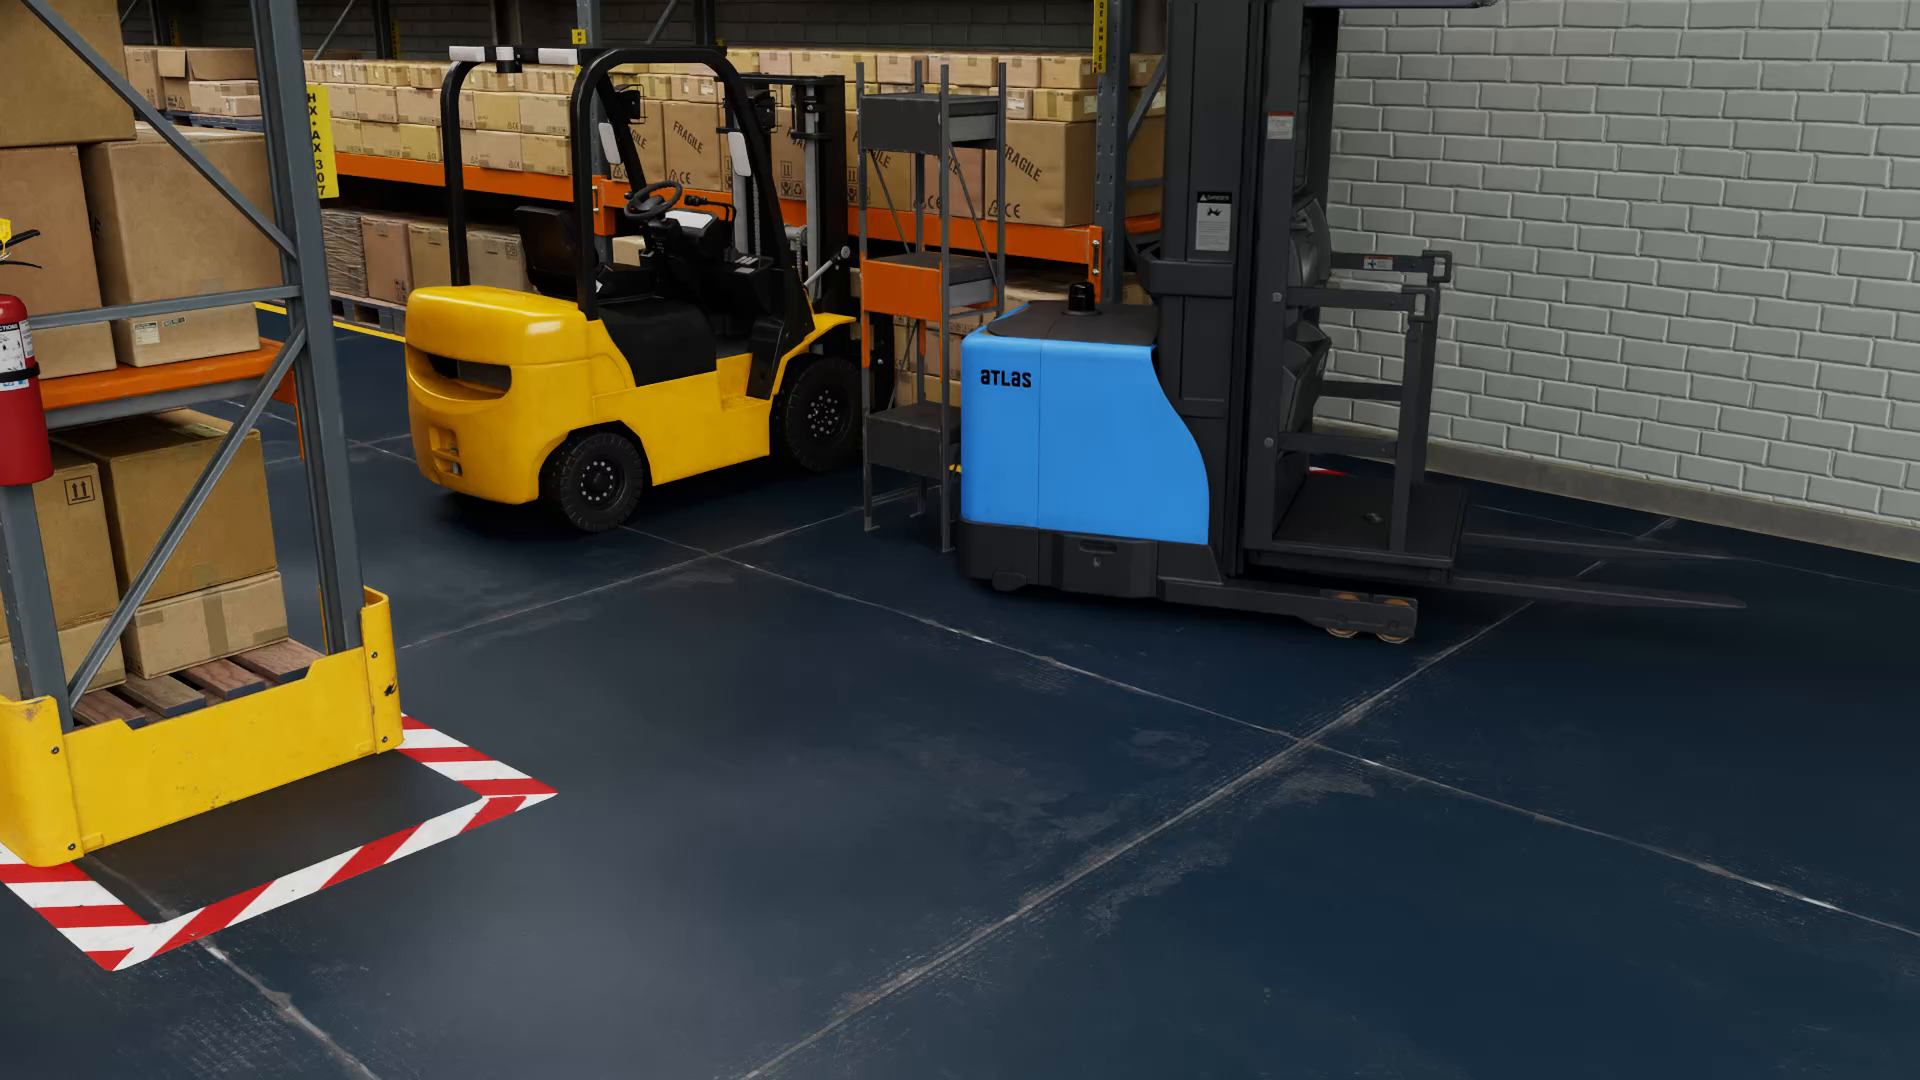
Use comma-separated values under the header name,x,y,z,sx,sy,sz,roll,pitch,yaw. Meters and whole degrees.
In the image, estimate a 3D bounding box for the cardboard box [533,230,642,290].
name,x,y,z,sx,sy,sz,roll,pitch,yaw
cardboard box,-2.373,-1.746,11.385,0.625,0.625,0.875,16,24,42

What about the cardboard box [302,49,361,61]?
name,x,y,z,sx,sy,sz,roll,pitch,yaw
cardboard box,-5.248,-3.765,13.657,0.500,0.500,0.500,16,24,42

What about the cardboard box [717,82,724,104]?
name,x,y,z,sx,sy,sz,roll,pitch,yaw
cardboard box,-1.172,-2.592,9.581,0.250,0.149,0.380,15,23,39

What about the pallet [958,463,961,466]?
name,x,y,z,sx,sy,sz,roll,pitch,yaw
pallet,0.417,-0.587,9.113,1.213,0.211,1.003,15,23,39

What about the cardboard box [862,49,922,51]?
name,x,y,z,sx,sy,sz,roll,pitch,yaw
cardboard box,-0.430,-2.756,9.607,0.250,0.149,0.380,16,24,41

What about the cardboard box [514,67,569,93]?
name,x,y,z,sx,sy,sz,roll,pitch,yaw
cardboard box,-2.731,-3.059,11.055,0.250,0.149,0.380,15,23,39

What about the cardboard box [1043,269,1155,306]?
name,x,y,z,sx,sy,sz,roll,pitch,yaw
cardboard box,0.783,-1.278,8.877,0.500,0.250,0.500,15,23,38

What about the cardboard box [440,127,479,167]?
name,x,y,z,sx,sy,sz,roll,pitch,yaw
cardboard box,-3.256,-2.752,11.573,0.500,0.250,0.500,15,23,40

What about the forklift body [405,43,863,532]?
name,x,y,z,sx,sy,sz,roll,pitch,yaw
forklift body,-1.612,-1.336,8.264,1.214,2.155,2.313,15,23,39

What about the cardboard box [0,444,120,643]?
name,x,y,z,sx,sy,sz,roll,pitch,yaw
cardboard box,-3.047,0.003,5.256,0.500,0.500,0.500,15,23,40

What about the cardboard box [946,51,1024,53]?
name,x,y,z,sx,sy,sz,roll,pitch,yaw
cardboard box,0.138,-2.597,9.106,0.250,0.149,0.380,16,24,41

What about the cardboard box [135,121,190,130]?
name,x,y,z,sx,sy,sz,roll,pitch,yaw
cardboard box,-2.835,-1.099,5.459,0.500,0.500,0.500,16,24,41

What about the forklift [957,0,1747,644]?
name,x,y,z,sx,sy,sz,roll,pitch,yaw
forklift,1.563,-1.182,6.490,3.031,2.935,1.130,6,19,18

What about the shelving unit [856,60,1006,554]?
name,x,y,z,sx,sy,sz,roll,pitch,yaw
shelving unit,-0.124,-1.034,7.399,0.503,2.100,0.431,15,23,39

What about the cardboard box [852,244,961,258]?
name,x,y,z,sx,sy,sz,roll,pitch,yaw
cardboard box,-0.339,-1.584,9.844,0.500,0.250,0.500,14,23,38

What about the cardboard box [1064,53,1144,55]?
name,x,y,z,sx,sy,sz,roll,pitch,yaw
cardboard box,0.750,-2.454,8.656,0.250,0.149,0.380,16,24,41

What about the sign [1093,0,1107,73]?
name,x,y,z,sx,sy,sz,roll,pitch,yaw
sign,0.646,-2.317,7.648,0.005,0.325,0.100,15,23,39

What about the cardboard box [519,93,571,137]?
name,x,y,z,sx,sy,sz,roll,pitch,yaw
cardboard box,-2.512,-2.783,10.843,0.500,0.250,0.500,14,23,38

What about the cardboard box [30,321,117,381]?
name,x,y,z,sx,sy,sz,roll,pitch,yaw
cardboard box,-2.697,-0.555,4.818,0.250,0.149,0.380,16,24,41

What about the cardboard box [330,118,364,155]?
name,x,y,z,sx,sy,sz,roll,pitch,yaw
cardboard box,-4.424,-3.060,12.544,0.500,0.250,0.500,14,23,38

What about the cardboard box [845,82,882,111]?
name,x,y,z,sx,sy,sz,roll,pitch,yaw
cardboard box,-0.404,-2.387,8.937,0.250,0.149,0.380,15,23,40

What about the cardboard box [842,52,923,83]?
name,x,y,z,sx,sy,sz,roll,pitch,yaw
cardboard box,-0.412,-2.529,8.891,0.250,0.149,0.380,16,23,40

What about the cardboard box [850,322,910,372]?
name,x,y,z,sx,sy,sz,roll,pitch,yaw
cardboard box,-0.323,-1.129,9.235,0.500,0.250,0.500,14,23,38

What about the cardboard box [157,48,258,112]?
name,x,y,z,sx,sy,sz,roll,pitch,yaw
cardboard box,-6.310,-3.914,14.120,0.637,0.503,0.797,14,23,38

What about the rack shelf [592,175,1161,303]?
name,x,y,z,sx,sy,sz,roll,pitch,yaw
rack shelf,-0.479,-1.831,9.611,4.000,0.370,1.077,15,23,39

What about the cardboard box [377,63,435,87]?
name,x,y,z,sx,sy,sz,roll,pitch,yaw
cardboard box,-3.951,-3.348,11.964,0.250,0.149,0.380,16,23,40

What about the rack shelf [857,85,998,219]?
name,x,y,z,sx,sy,sz,roll,pitch,yaw
rack shelf,-0.124,-1.688,7.191,0.480,0.518,0.431,15,23,39

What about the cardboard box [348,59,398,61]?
name,x,y,z,sx,sy,sz,roll,pitch,yaw
cardboard box,-4.589,-3.716,13.123,0.250,0.149,0.380,16,24,41

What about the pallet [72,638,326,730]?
name,x,y,z,sx,sy,sz,roll,pitch,yaw
pallet,-2.916,0.494,5.705,1.213,0.211,1.003,15,23,39

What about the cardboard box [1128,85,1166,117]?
name,x,y,z,sx,sy,sz,roll,pitch,yaw
cardboard box,0.935,-2.256,8.523,0.250,0.149,0.380,14,23,38

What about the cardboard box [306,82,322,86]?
name,x,y,z,sx,sy,sz,roll,pitch,yaw
cardboard box,-4.814,-3.395,12.772,0.500,0.250,0.500,15,23,39

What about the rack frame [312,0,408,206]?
name,x,y,z,sx,sy,sz,roll,pitch,yaw
rack frame,-4.967,-3.378,13.298,0.127,3.000,1.000,15,23,39

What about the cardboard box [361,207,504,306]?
name,x,y,z,sx,sy,sz,roll,pitch,yaw
cardboard box,-4.015,-2.189,12.782,0.625,0.625,0.875,16,24,41

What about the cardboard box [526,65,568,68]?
name,x,y,z,sx,sy,sz,roll,pitch,yaw
cardboard box,-2.822,-3.270,11.718,0.250,0.149,0.380,15,23,39

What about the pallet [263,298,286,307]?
name,x,y,z,sx,sy,sz,roll,pitch,yaw
pallet,-5.500,-2.208,14.219,1.213,0.211,1.003,15,23,39

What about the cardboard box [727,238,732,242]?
name,x,y,z,sx,sy,sz,roll,pitch,yaw
cardboard box,-1.446,-1.668,10.108,0.500,0.250,0.500,15,23,39

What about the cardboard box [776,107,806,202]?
name,x,y,z,sx,sy,sz,roll,pitch,yaw
cardboard box,-0.674,-2.167,9.315,0.500,0.500,0.500,15,23,40

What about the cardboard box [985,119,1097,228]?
name,x,y,z,sx,sy,sz,roll,pitch,yaw
cardboard box,0.474,-1.859,8.346,0.500,0.500,0.500,14,23,38

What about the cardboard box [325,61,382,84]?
name,x,y,z,sx,sy,sz,roll,pitch,yaw
cardboard box,-4.514,-3.505,12.461,0.250,0.149,0.380,16,24,41

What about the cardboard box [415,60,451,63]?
name,x,y,z,sx,sy,sz,roll,pitch,yaw
cardboard box,-3.936,-3.589,12.725,0.250,0.149,0.380,14,23,38

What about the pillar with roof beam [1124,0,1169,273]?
name,x,y,z,sx,sy,sz,roll,pitch,yaw
pillar with roof beam,-1.763,-4.001,5.343,0.400,9.000,9.100,15,23,39

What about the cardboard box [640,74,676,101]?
name,x,y,z,sx,sy,sz,roll,pitch,yaw
cardboard box,-1.716,-2.757,10.102,0.250,0.149,0.380,16,23,41

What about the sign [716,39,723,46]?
name,x,y,z,sx,sy,sz,roll,pitch,yaw
sign,-1.608,-3.151,11.021,0.005,0.325,0.100,15,23,39

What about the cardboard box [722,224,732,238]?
name,x,y,z,sx,sy,sz,roll,pitch,yaw
cardboard box,-1.478,-1.886,10.795,0.500,0.250,0.500,16,23,40

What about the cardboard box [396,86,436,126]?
name,x,y,z,sx,sy,sz,roll,pitch,yaw
cardboard box,-3.645,-3.094,11.823,0.500,0.250,0.500,15,23,40

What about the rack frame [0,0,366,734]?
name,x,y,z,sx,sy,sz,roll,pitch,yaw
rack frame,-2.275,-0.648,4.696,0.127,3.000,1.000,15,23,39

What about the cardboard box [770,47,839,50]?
name,x,y,z,sx,sy,sz,roll,pitch,yaw
cardboard box,-0.940,-2.932,10.163,0.250,0.149,0.380,14,23,38

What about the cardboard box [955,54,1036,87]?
name,x,y,z,sx,sy,sz,roll,pitch,yaw
cardboard box,0.190,-2.384,8.435,0.250,0.149,0.380,16,23,40

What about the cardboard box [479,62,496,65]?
name,x,y,z,sx,sy,sz,roll,pitch,yaw
cardboard box,-3.428,-3.412,12.166,0.250,0.149,0.380,16,24,41

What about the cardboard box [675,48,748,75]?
name,x,y,z,sx,sy,sz,roll,pitch,yaw
cardboard box,-1.481,-2.862,9.940,0.250,0.149,0.380,14,23,38

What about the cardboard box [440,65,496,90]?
name,x,y,z,sx,sy,sz,roll,pitch,yaw
cardboard box,-3.353,-3.200,11.499,0.250,0.149,0.380,15,23,40

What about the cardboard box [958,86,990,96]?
name,x,y,z,sx,sy,sz,roll,pitch,yaw
cardboard box,0.207,-2.246,8.491,0.250,0.149,0.380,16,23,40

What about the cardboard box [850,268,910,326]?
name,x,y,z,sx,sy,sz,roll,pitch,yaw
cardboard box,-0.304,-1.360,9.138,0.500,0.250,0.500,15,23,40

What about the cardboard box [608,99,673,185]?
name,x,y,z,sx,sy,sz,roll,pitch,yaw
cardboard box,-1.816,-2.475,10.285,0.500,0.500,0.500,14,22,38

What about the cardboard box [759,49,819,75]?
name,x,y,z,sx,sy,sz,roll,pitch,yaw
cardboard box,-0.917,-2.702,9.438,0.250,0.149,0.380,15,23,39
